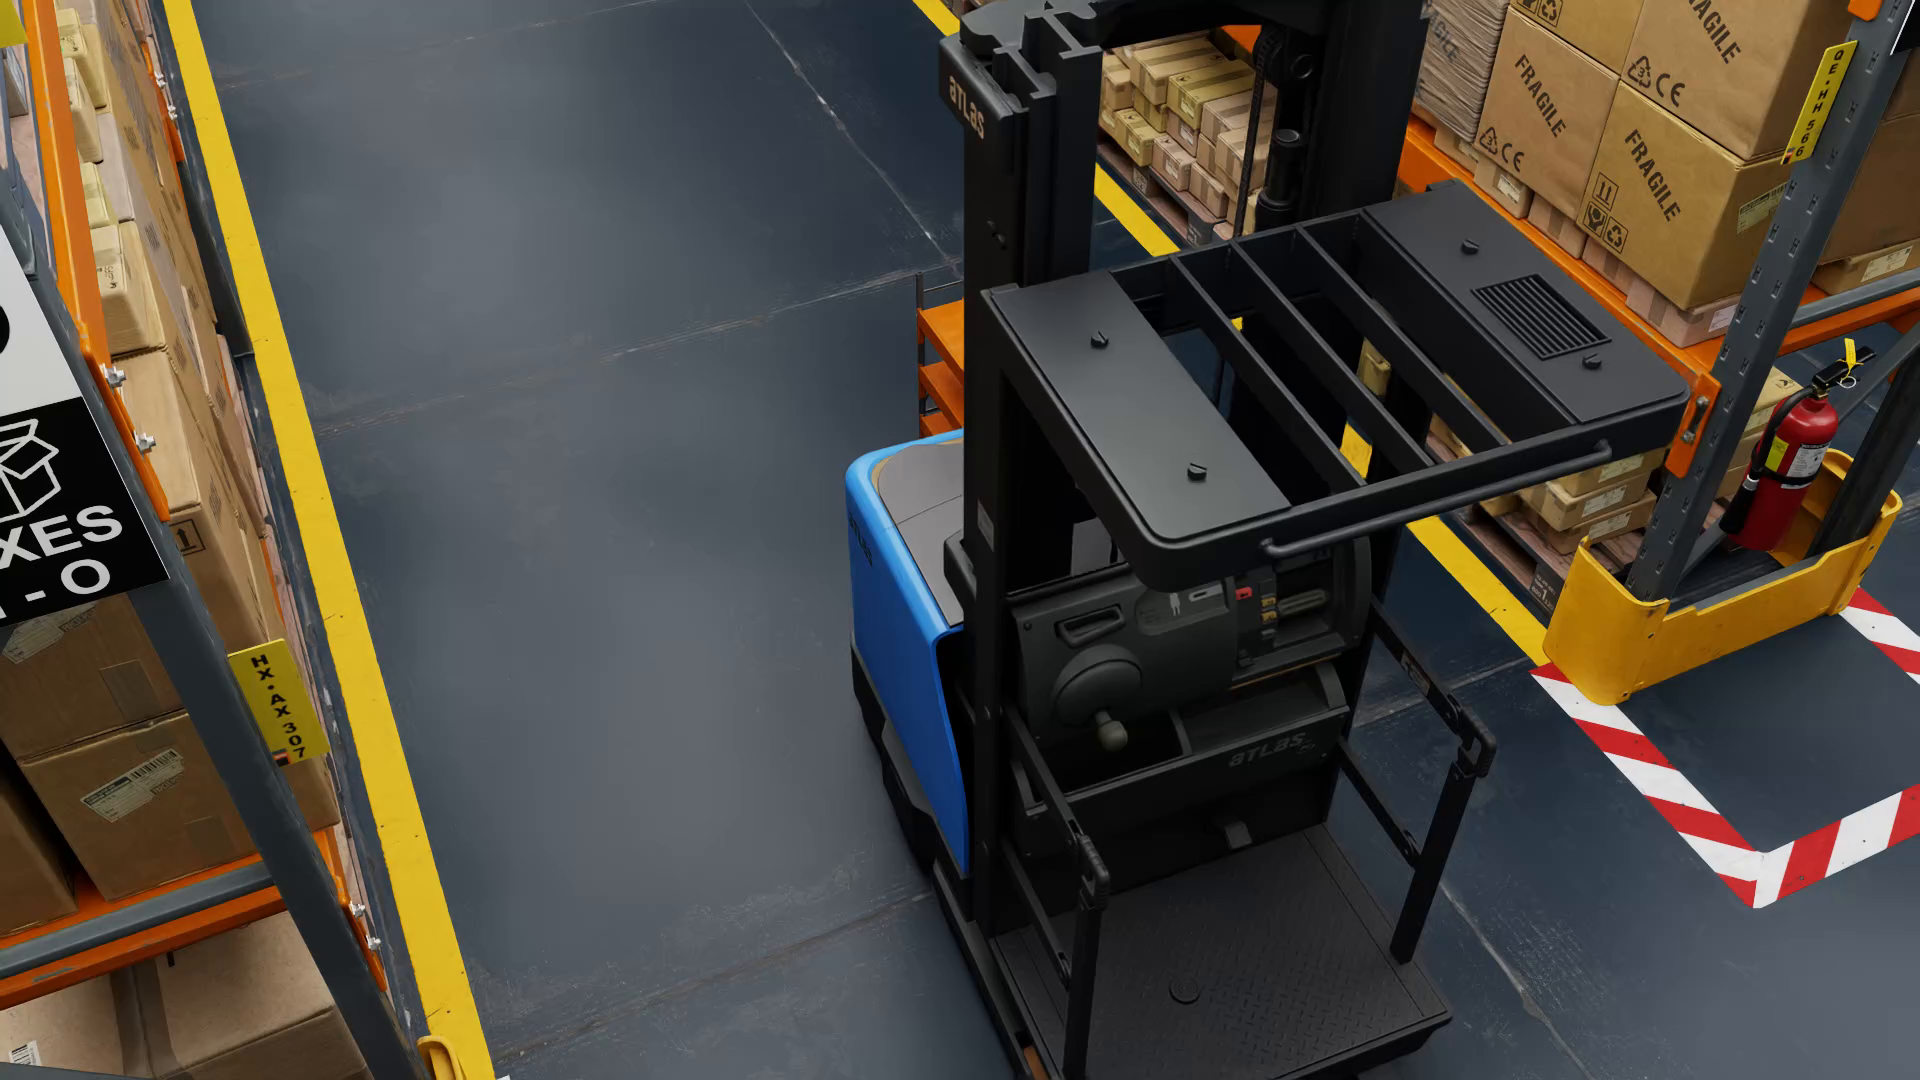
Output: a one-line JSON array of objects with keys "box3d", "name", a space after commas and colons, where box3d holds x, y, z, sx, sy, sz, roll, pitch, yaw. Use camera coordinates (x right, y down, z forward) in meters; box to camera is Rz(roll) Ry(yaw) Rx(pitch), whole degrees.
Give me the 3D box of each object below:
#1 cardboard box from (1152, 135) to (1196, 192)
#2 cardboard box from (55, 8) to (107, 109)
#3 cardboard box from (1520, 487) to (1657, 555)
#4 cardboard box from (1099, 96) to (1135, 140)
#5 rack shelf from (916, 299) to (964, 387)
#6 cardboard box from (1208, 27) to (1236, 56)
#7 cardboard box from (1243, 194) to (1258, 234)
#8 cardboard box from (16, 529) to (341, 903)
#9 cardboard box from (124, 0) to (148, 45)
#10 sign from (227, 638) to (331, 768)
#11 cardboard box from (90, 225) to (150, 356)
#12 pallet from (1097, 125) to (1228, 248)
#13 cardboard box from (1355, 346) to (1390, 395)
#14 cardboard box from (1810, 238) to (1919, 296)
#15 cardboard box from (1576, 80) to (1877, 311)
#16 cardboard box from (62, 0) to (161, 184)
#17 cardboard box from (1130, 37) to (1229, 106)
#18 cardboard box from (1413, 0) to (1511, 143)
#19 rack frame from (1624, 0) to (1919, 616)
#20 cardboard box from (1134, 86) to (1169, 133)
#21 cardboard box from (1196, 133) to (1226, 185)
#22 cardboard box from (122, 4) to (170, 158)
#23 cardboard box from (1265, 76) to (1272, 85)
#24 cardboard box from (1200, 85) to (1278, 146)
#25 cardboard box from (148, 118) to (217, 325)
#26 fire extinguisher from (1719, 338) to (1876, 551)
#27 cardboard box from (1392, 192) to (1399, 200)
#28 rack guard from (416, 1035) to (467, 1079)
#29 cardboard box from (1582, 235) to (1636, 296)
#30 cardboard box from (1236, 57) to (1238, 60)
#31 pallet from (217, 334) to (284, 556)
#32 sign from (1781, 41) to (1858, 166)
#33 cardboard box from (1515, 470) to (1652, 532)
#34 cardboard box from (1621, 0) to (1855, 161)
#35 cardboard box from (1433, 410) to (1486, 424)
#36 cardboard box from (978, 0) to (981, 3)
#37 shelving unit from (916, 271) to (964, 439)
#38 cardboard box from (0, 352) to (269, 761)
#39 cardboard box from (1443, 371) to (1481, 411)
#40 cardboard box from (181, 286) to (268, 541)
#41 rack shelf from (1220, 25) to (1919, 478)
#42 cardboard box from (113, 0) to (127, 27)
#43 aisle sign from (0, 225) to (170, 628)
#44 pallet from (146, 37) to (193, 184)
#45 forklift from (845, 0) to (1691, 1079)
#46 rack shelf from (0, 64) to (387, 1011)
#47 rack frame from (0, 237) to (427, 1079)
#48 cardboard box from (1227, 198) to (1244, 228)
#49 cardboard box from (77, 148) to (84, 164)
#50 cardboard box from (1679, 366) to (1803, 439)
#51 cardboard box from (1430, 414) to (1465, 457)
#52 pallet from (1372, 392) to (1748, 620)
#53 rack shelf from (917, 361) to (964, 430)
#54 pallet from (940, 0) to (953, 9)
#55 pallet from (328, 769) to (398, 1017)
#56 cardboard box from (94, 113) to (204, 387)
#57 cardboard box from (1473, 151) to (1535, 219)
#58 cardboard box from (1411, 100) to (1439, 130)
[{"box3d": [1.109, -1.764, 7.632, 0.380, 0.149, 0.250, -18, 47, -18], "name": "cardboard box"}, {"box3d": [-2.295, -1.124, 4.009, 0.380, 0.149, 0.250, -19, 48, -18], "name": "cardboard box"}, {"box3d": [2.255, -0.128, 5.975, 0.380, 0.149, 0.250, -17, 47, -17], "name": "cardboard box"}, {"box3d": [0.845, -2.076, 7.949, 0.380, 0.149, 0.250, -20, 48, -19], "name": "cardboard box"}, {"box3d": [0.070, -0.601, 5.446, 0.258, 0.148, 0.480, -18, 47, -17], "name": "rack shelf"}, {"box3d": [1.370, -2.465, 7.920, 0.380, 0.149, 0.250, -17, 47, -16], "name": "cardboard box"}, {"box3d": [1.423, -1.369, 7.021, 0.380, 0.149, 0.250, -18, 48, -18], "name": "cardboard box"}, {"box3d": [-1.724, 0.381, 3.657, 0.500, 0.500, 0.500, -18, 48, -18], "name": "cardboard box"}, {"box3d": [-3.410, -2.047, 6.296, 0.500, 0.250, 0.500, -19, 48, -18], "name": "cardboard box"}, {"box3d": [-1.277, 0.310, 3.127, 0.100, 0.325, 0.005, -18, 47, -17], "name": "sign"}, {"box3d": [-1.861, -0.469, 3.345, 0.380, 0.149, 0.250, -17, 47, -16], "name": "cardboard box"}, {"box3d": [1.298, -1.858, 7.983, 1.003, 0.211, 1.213, -18, 47, -17], "name": "pallet"}, {"box3d": [1.742, -0.753, 6.608, 0.380, 0.149, 0.250, -20, 48, -19], "name": "cardboard box"}, {"box3d": [2.827, -0.933, 5.239, 0.380, 0.149, 0.250, -18, 48, -18], "name": "cardboard box"}, {"box3d": [2.243, -1.071, 4.917, 0.500, 0.500, 0.500, -17, 47, -17], "name": "cardboard box"}, {"box3d": [-2.587, -1.267, 4.616, 0.500, 0.500, 0.500, -17, 47, -17], "name": "cardboard box"}, {"box3d": [1.003, -2.141, 7.592, 0.380, 0.149, 0.250, -16, 47, -15], "name": "cardboard box"}, {"box3d": [1.809, -1.721, 5.576, 0.500, 0.500, 0.500, -18, 47, -17], "name": "cardboard box"}, {"box3d": [2.666, -0.719, 4.843, 1.000, 3.000, 0.127, -18, 47, -17], "name": "rack frame"}, {"box3d": [1.034, -2.049, 7.710, 0.380, 0.149, 0.250, -18, 47, -17], "name": "cardboard box"}, {"box3d": [1.280, -1.731, 7.388, 0.380, 0.149, 0.250, -20, 48, -19], "name": "cardboard box"}, {"box3d": [-3.038, -1.558, 5.622, 0.500, 0.500, 0.500, -18, 47, -17], "name": "cardboard box"}, {"box3d": [1.624, -2.157, 7.608, 0.380, 0.149, 0.250, -18, 48, -18], "name": "cardboard box"}, {"box3d": [1.284, -1.835, 7.281, 0.380, 0.149, 0.250, -19, 48, -18], "name": "cardboard box"}, {"box3d": [-2.592, -0.915, 4.971, 0.500, 0.500, 0.500, -19, 48, -18], "name": "cardboard box"}, {"box3d": [2.353, -0.262, 4.701, 0.296, 0.674, 0.183, -18, 47, -17], "name": "fire extinguisher"}, {"box3d": [1.575, -1.331, 6.770, 0.380, 0.149, 0.250, -18, 47, -17], "name": "cardboard box"}, {"box3d": [-1.773, 1.712, 4.159, 1.175, 0.500, 0.348, -18, 47, -17], "name": "rack guard"}, {"box3d": [2.202, -0.924, 5.229, 0.380, 0.149, 0.250, -18, 47, -17], "name": "cardboard box"}, {"box3d": [1.530, -2.233, 7.897, 0.380, 0.149, 0.250, -20, 48, -19], "name": "cardboard box"}, {"box3d": [-3.216, -0.242, 6.345, 1.003, 0.211, 1.213, -18, 47, -17], "name": "pallet"}, {"box3d": [2.154, -1.093, 4.173, 0.100, 0.325, 0.005, -18, 47, -17], "name": "sign"}, {"box3d": [2.185, -0.212, 5.848, 0.380, 0.149, 0.250, -19, 48, -18], "name": "cardboard box"}, {"box3d": [2.248, -1.435, 4.574, 0.500, 0.500, 0.500, -19, 48, -18], "name": "cardboard box"}, {"box3d": [1.965, -0.543, 6.183, 0.380, 0.149, 0.250, -20, 48, -19], "name": "cardboard box"}, {"box3d": [0.229, -3.252, 8.891, 0.500, 0.500, 0.500, -19, 48, -18], "name": "cardboard box"}, {"box3d": [0.070, -0.322, 5.722, 0.258, 1.200, 0.503, -18, 47, -17], "name": "shelving unit"}, {"box3d": [-1.726, 0.025, 3.306, 0.500, 0.500, 0.500, -19, 48, -18], "name": "cardboard box"}, {"box3d": [1.935, -0.633, 6.063, 0.380, 0.149, 0.250, -19, 48, -18], "name": "cardboard box"}, {"box3d": [-2.160, -0.263, 4.310, 0.500, 0.500, 0.500, -18, 47, -18], "name": "cardboard box"}, {"box3d": [1.825, -1.738, 6.388, 1.077, 0.370, 4.000, -18, 47, -17], "name": "rack shelf"}, {"box3d": [-3.016, -1.915, 5.272, 0.500, 0.500, 0.500, -18, 48, -18], "name": "cardboard box"}, {"box3d": [-1.490, -0.158, 2.424, 0.394, 0.787, 0.004, -18, 47, -17], "name": "aisle sign"}, {"box3d": [-4.375, -1.998, 8.124, 1.003, 0.211, 1.213, -18, 47, -17], "name": "pallet"}, {"box3d": [0.653, 0.312, 3.847, 1.130, 2.935, 3.031, -16, 47, -15], "name": "forklift"}, {"box3d": [-2.624, -0.212, 4.841, 1.077, 0.370, 4.000, -18, 47, -17], "name": "rack shelf"}, {"box3d": [-1.783, 0.807, 3.297, 1.000, 3.000, 0.127, -18, 47, -17], "name": "rack frame"}, {"box3d": [1.406, -1.455, 7.320, 0.380, 0.149, 0.250, -20, 48, -19], "name": "cardboard box"}, {"box3d": [-2.147, -0.783, 3.663, 0.380, 0.149, 0.250, -18, 47, -17], "name": "cardboard box"}, {"box3d": [2.754, -0.500, 5.928, 0.380, 0.149, 0.250, -20, 48, -19], "name": "cardboard box"}, {"box3d": [2.022, -0.456, 6.307, 0.380, 0.149, 0.250, -18, 47, -18], "name": "cardboard box"}, {"box3d": [2.324, -0.303, 6.407, 1.003, 0.211, 1.213, -18, 47, -17], "name": "pallet"}, {"box3d": [0.070, -0.433, 5.612, 0.258, 0.148, 0.480, -18, 47, -17], "name": "rack shelf"}, {"box3d": [0.138, -3.550, 9.698, 1.003, 0.211, 1.213, -18, 47, -17], "name": "pallet"}, {"box3d": [-2.190, 1.313, 4.769, 1.003, 0.211, 1.213, -18, 47, -17], "name": "pallet"}, {"box3d": [-2.174, -0.628, 3.967, 0.500, 0.500, 0.500, -18, 48, -18], "name": "cardboard box"}, {"box3d": [1.954, -1.235, 5.545, 0.380, 0.149, 0.250, -17, 47, -16], "name": "cardboard box"}, {"box3d": [1.810, -1.601, 5.916, 0.380, 0.149, 0.250, -20, 48, -19], "name": "cardboard box"}]
